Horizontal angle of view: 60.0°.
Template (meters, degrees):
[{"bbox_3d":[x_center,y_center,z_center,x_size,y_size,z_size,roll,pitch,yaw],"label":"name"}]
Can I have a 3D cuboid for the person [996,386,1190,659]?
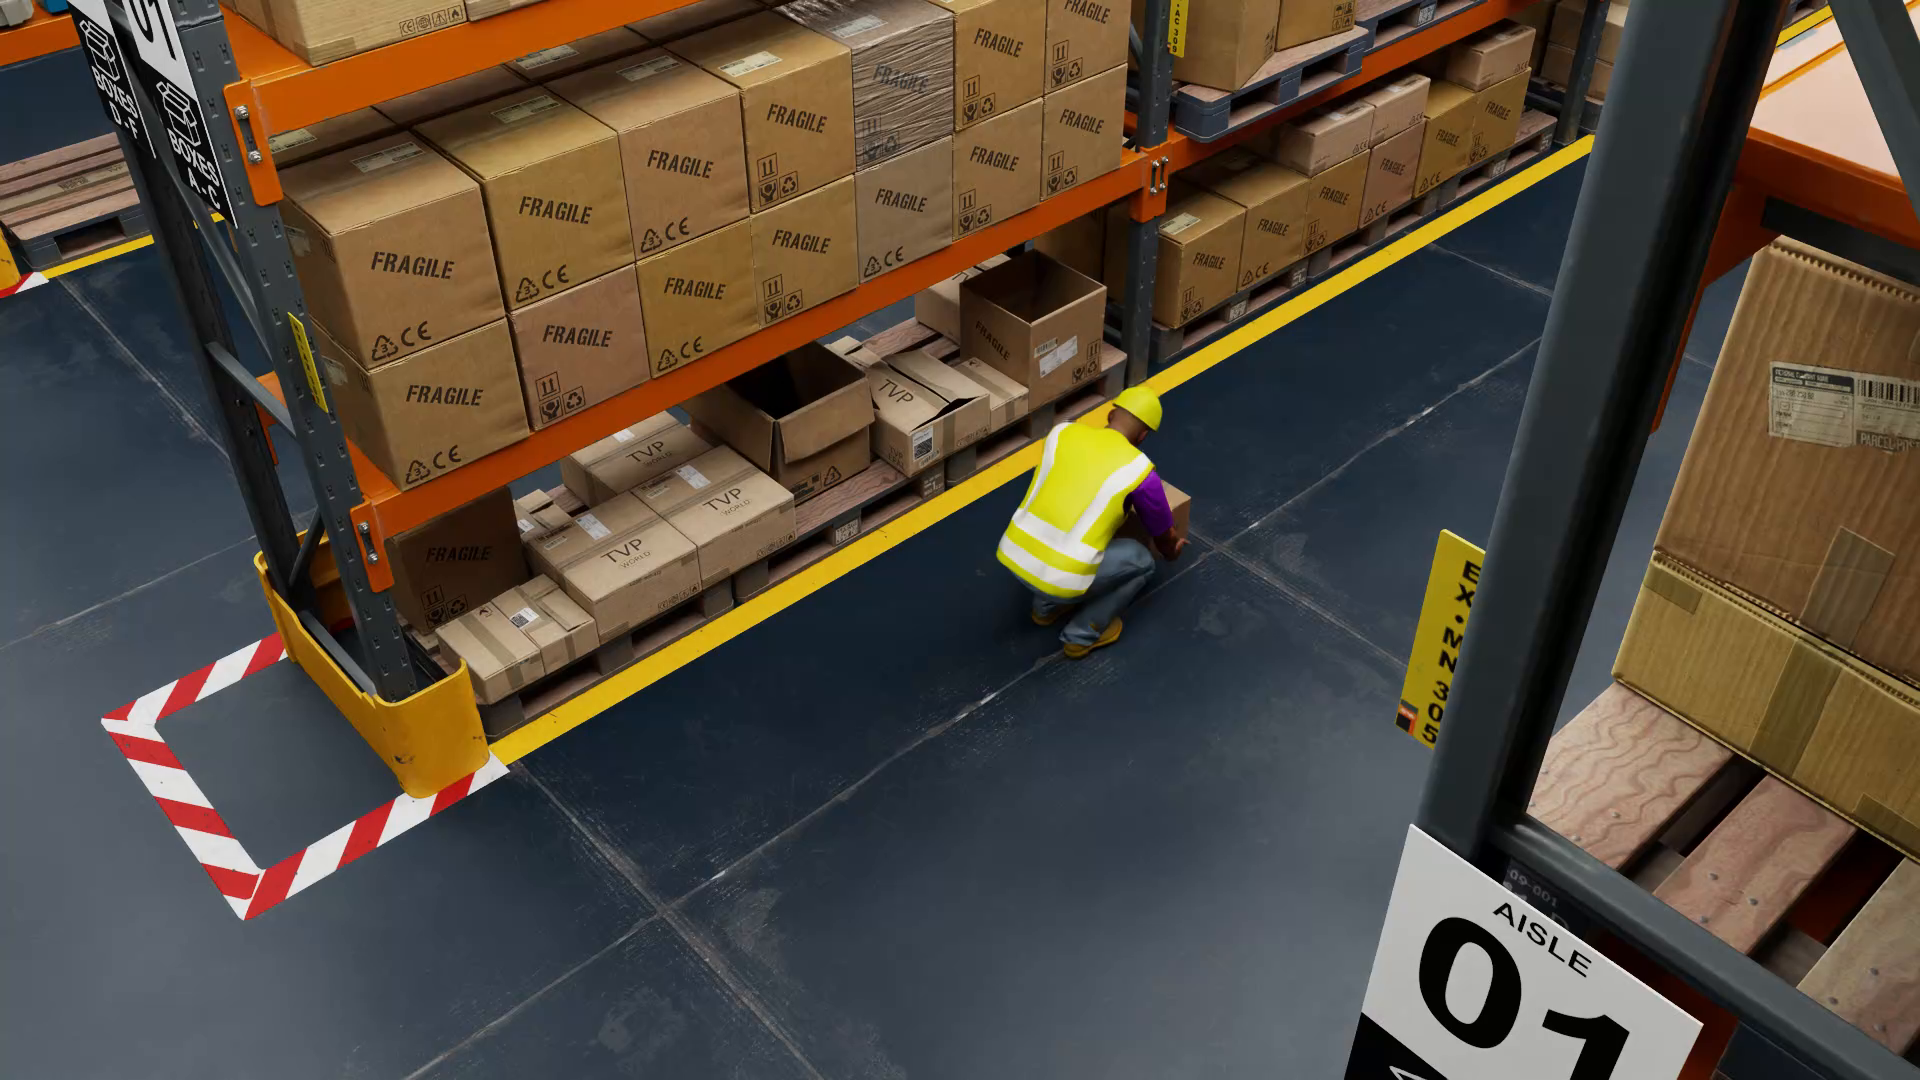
[{"bbox_3d":[0.537,-0.087,6.850,0.892,0.998,0.586,-30,48,-31],"label":"person"}]
